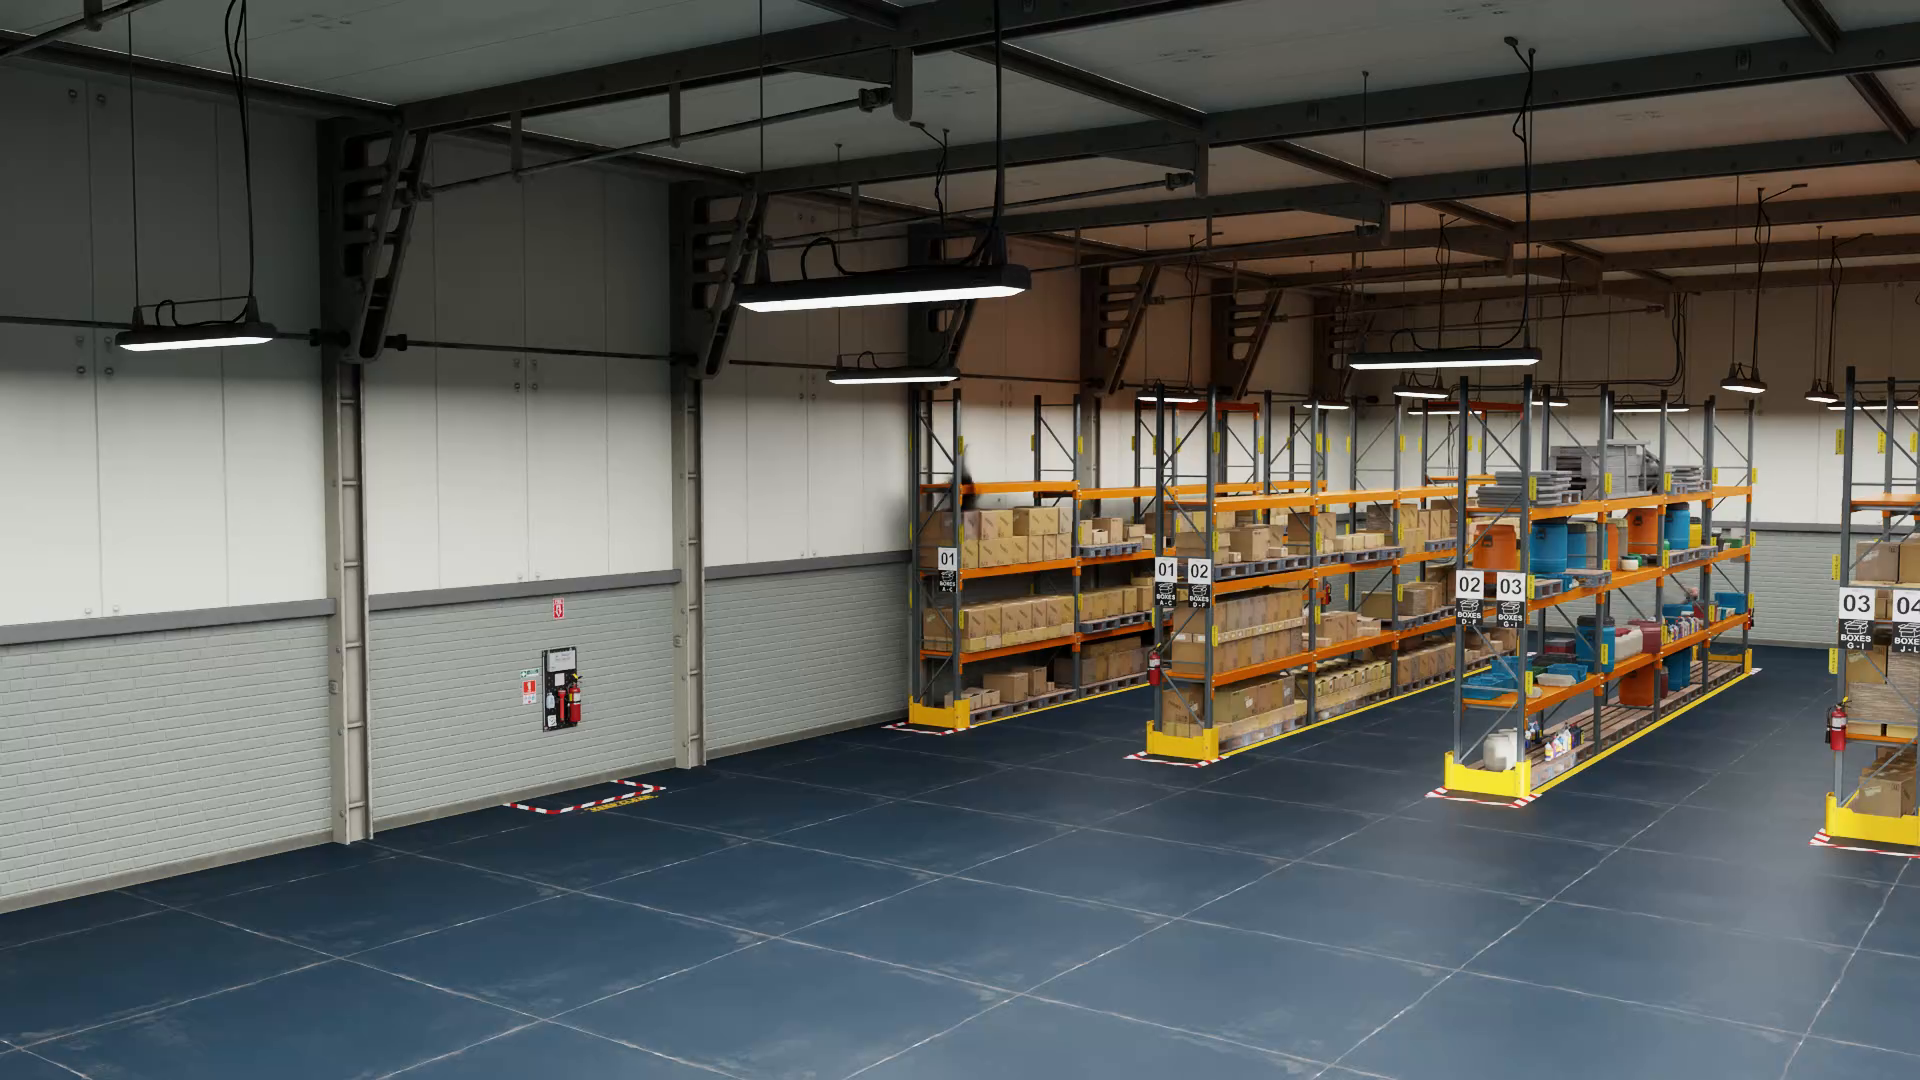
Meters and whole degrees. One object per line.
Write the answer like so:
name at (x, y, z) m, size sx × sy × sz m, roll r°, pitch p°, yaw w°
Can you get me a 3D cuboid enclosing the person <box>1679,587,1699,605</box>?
person at (17.837, 1.902, 40.835) m, size 0.680 × 1.551 × 0.848 m, roll -1°, pitch 4°, yaw -24°
